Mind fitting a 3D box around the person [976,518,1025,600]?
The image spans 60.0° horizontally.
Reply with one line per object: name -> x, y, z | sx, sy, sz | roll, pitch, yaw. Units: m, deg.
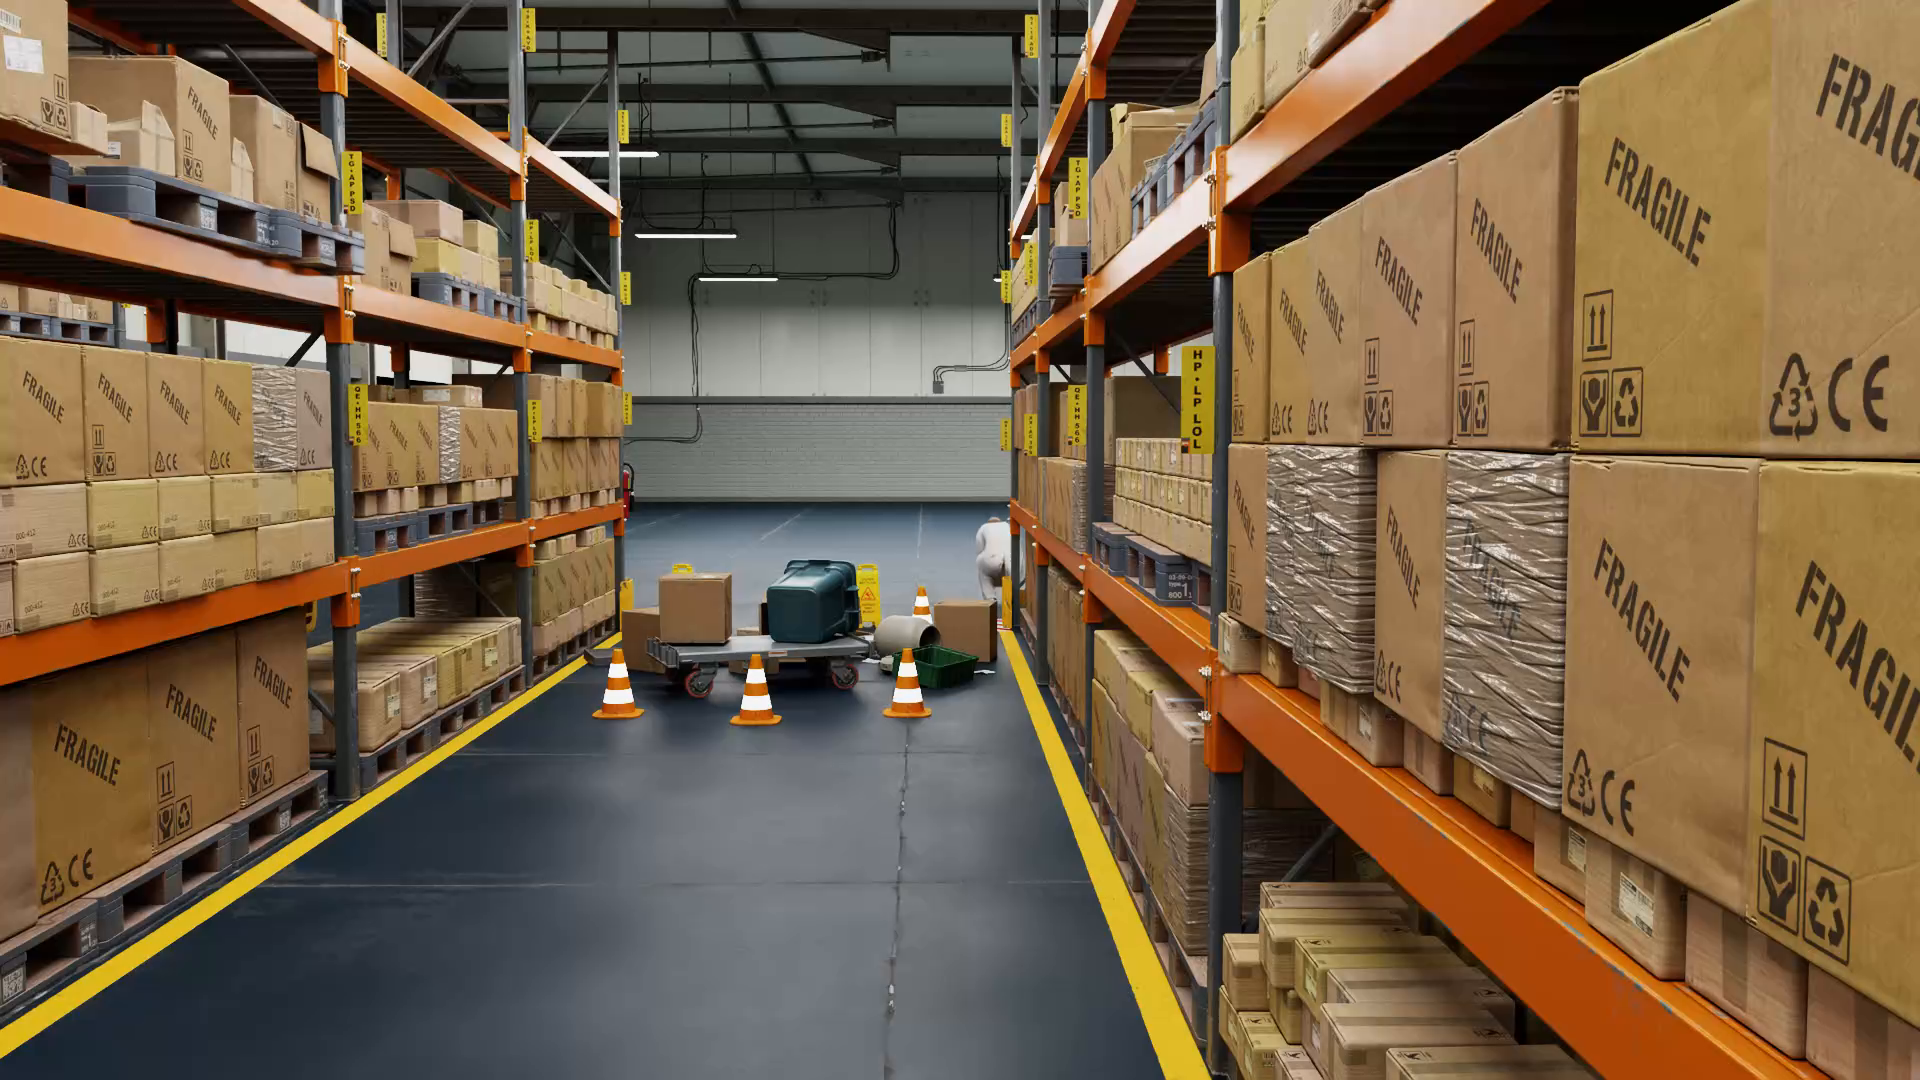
person -> 0.464, 0.263, 19.148 | 0.589, 1.008, 0.927 | 0, 4, -3
